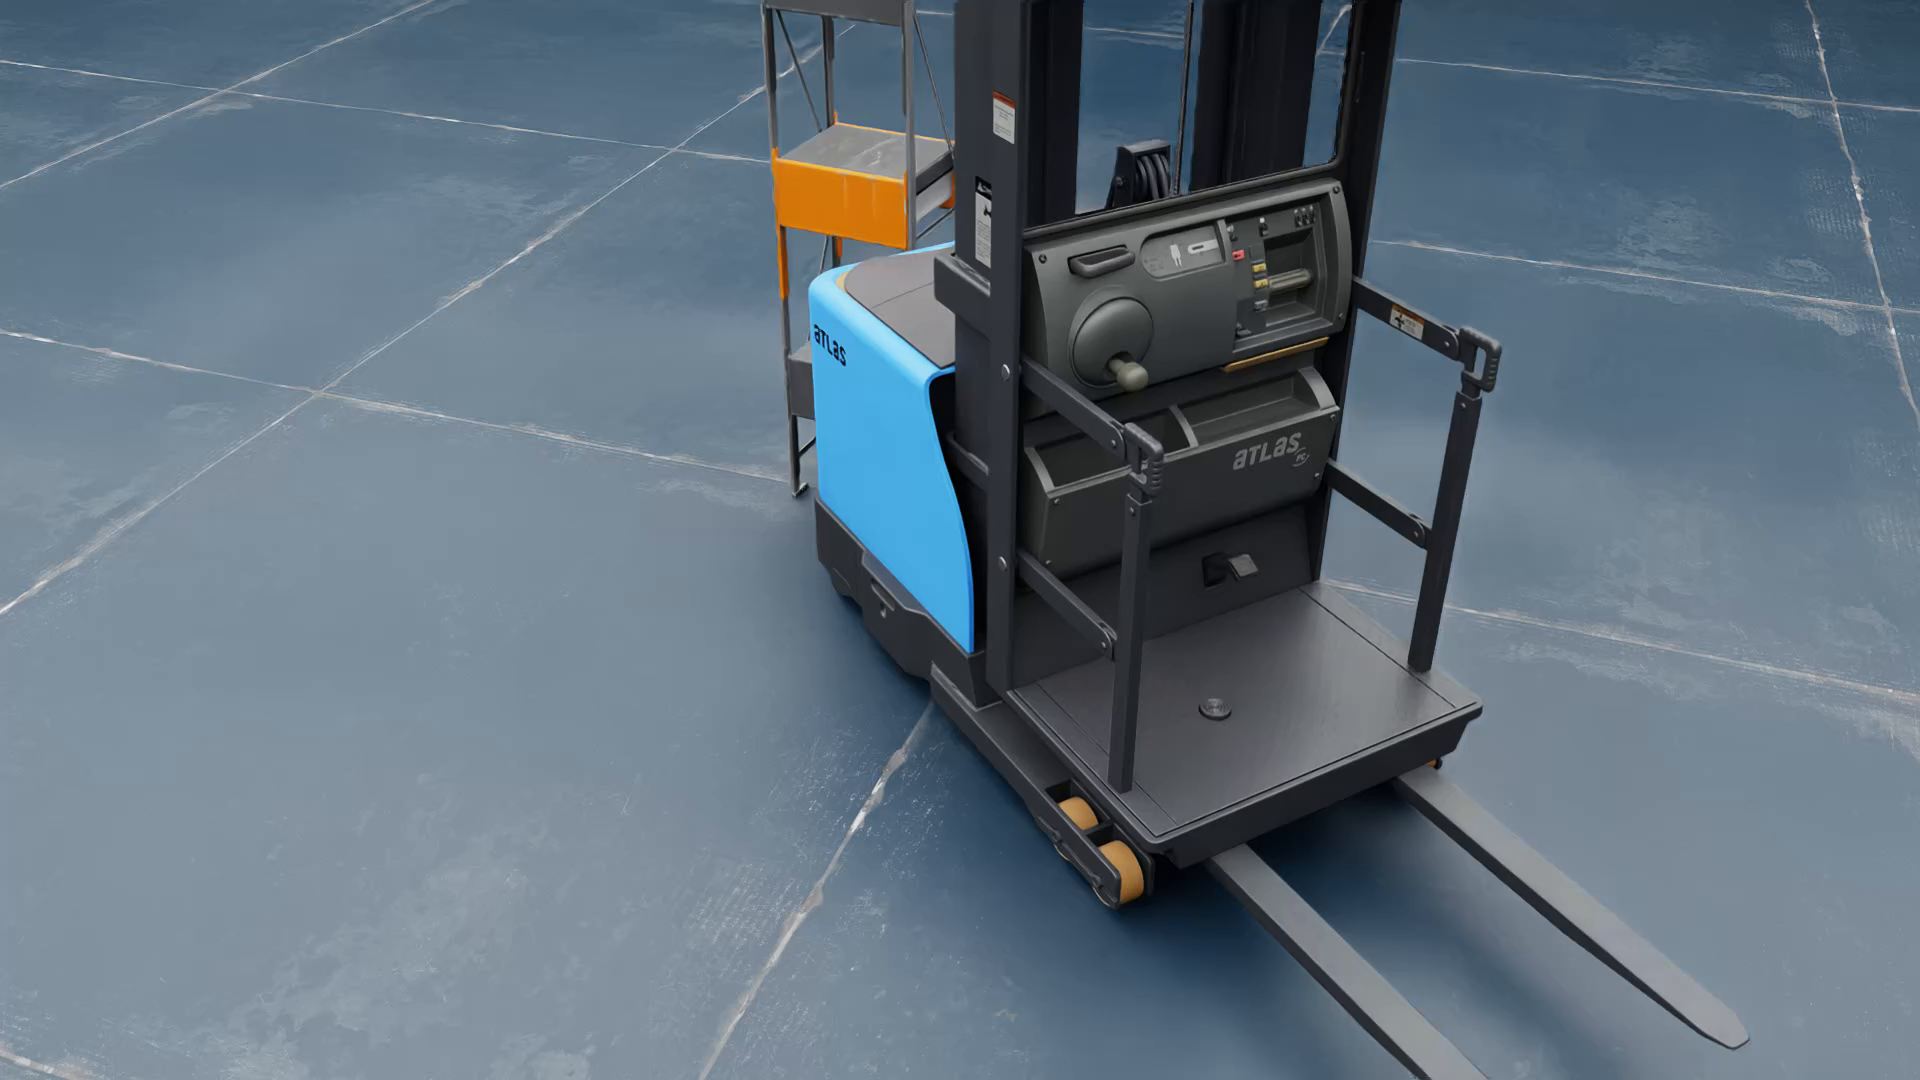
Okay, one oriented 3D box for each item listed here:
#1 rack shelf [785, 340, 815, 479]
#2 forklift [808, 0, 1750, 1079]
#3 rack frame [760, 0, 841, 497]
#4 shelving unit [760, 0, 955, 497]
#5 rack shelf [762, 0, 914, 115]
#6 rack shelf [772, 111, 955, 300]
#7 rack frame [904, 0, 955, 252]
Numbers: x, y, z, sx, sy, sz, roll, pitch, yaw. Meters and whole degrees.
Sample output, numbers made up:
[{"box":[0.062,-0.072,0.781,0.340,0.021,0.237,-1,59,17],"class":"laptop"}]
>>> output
[{"box":[-0.293,-0.481,5.874,0.480,0.518,0.431,15,36,21],"class":"rack shelf"},{"box":[0.694,-0.574,3.936,1.130,2.935,3.031,-17,37,-25],"class":"forklift"},{"box":[-0.514,-1.137,5.576,0.015,2.100,0.400,15,36,21],"class":"rack frame"},{"box":[-0.293,-1.080,5.487,0.503,2.100,0.431,15,36,21],"class":"shelving unit"},{"box":[-0.293,-1.657,5.115,0.480,0.518,0.431,15,36,21],"class":"rack shelf"},{"box":[-0.293,-1.069,5.495,0.480,0.518,0.431,15,36,21],"class":"rack shelf"},{"box":[-0.073,-1.023,5.399,0.015,2.100,0.400,15,36,21],"class":"rack frame"}]
